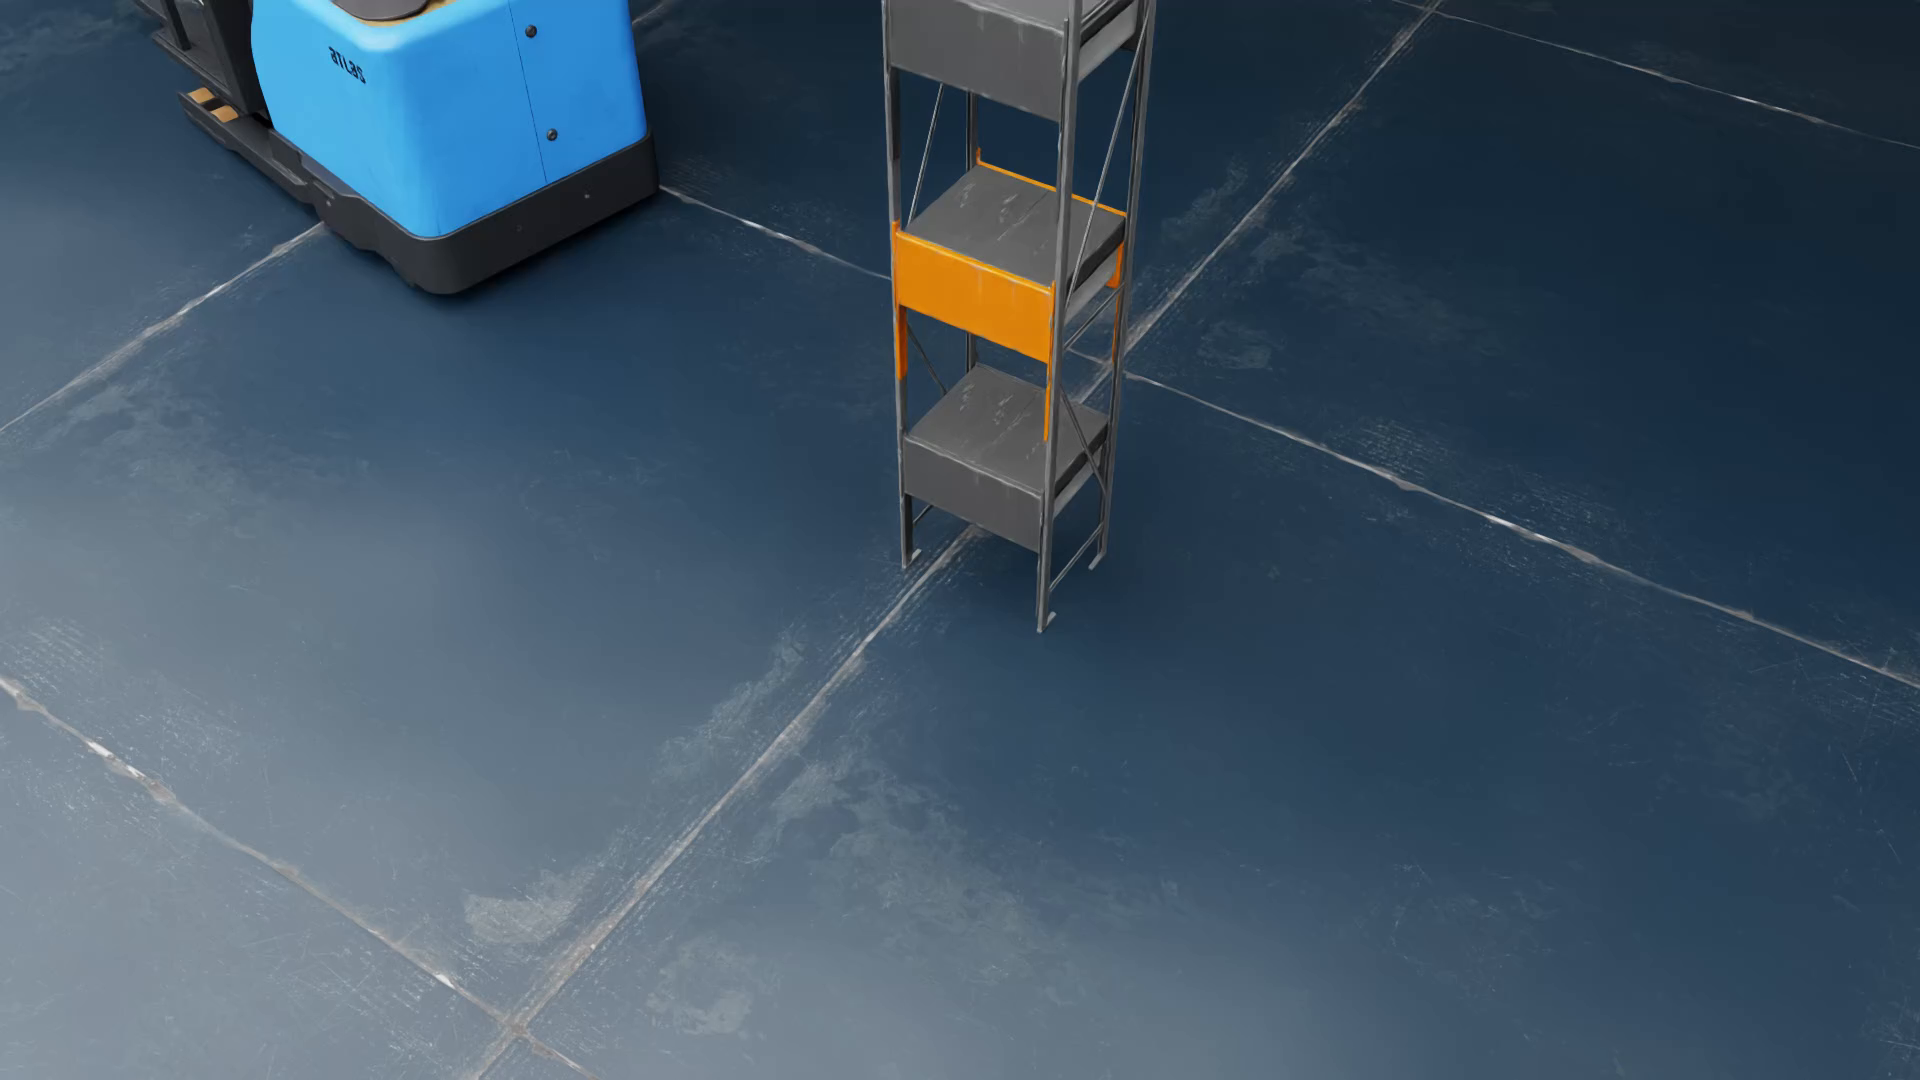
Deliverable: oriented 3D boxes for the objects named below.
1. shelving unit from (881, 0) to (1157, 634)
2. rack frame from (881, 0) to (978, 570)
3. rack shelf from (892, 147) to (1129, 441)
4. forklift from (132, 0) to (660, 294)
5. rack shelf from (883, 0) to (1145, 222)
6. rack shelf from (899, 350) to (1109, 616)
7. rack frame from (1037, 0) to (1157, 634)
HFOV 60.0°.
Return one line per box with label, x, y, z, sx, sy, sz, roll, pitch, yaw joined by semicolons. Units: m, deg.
shelving unit;0.139;-0.668;4.435;0.503;2.100;0.431;25;51;22
rack frame;-0.066;-0.762;4.526;0.015;2.100;0.400;25;51;22
rack shelf;0.139;-0.658;4.444;0.480;0.518;0.431;25;51;22
forklift;-2.571;-2.859;5.985;3.031;2.935;1.130;36;55;29
rack shelf;0.139;-1.146;3.942;0.480;0.518;0.431;25;51;22
rack shelf;0.139;-0.170;4.946;0.480;0.518;0.431;25;51;22
rack frame;0.345;-0.573;4.343;0.015;2.100;0.400;25;51;22
